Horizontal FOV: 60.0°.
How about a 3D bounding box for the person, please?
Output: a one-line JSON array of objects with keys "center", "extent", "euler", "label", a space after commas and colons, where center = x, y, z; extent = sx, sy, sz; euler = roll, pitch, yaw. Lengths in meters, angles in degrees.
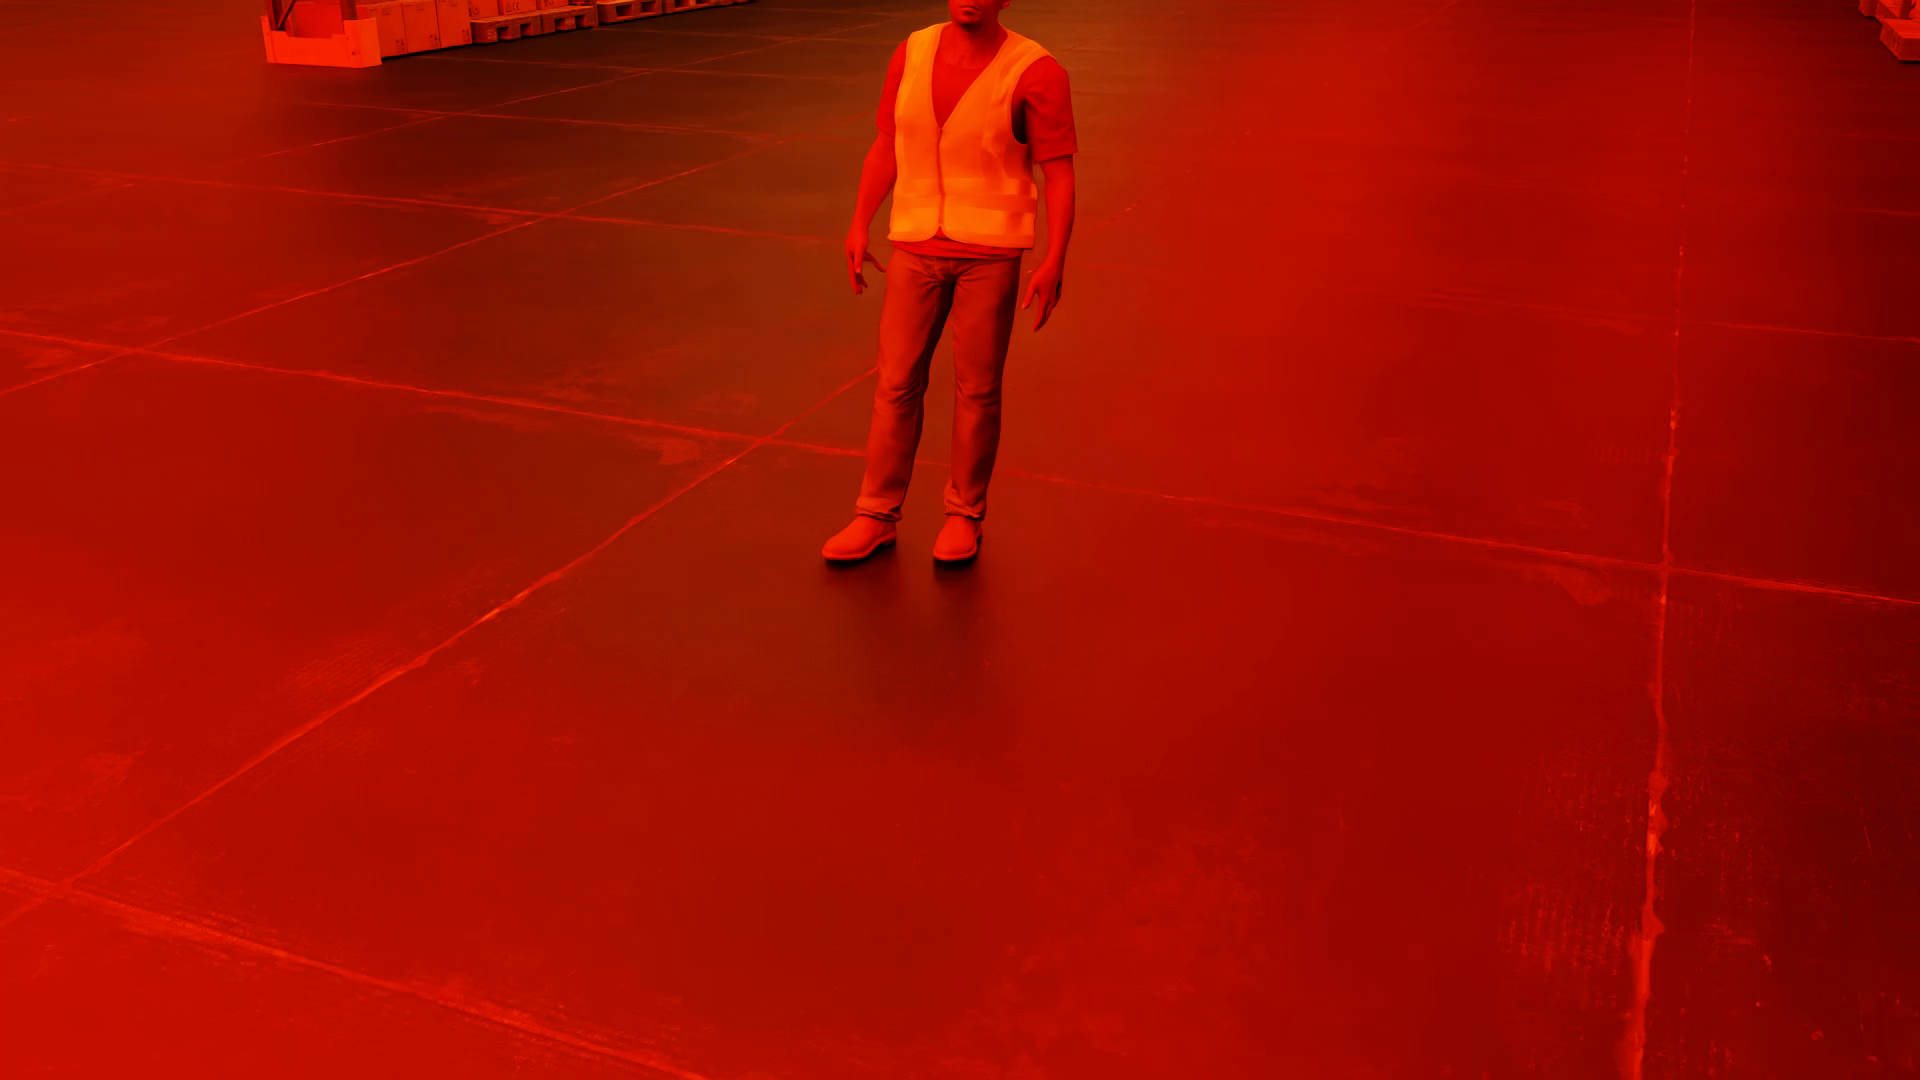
[{"center": [-0.032, -0.798, 4.693], "extent": [0.665, 1.765, 0.577], "euler": [9, 24, 21], "label": "person"}]
